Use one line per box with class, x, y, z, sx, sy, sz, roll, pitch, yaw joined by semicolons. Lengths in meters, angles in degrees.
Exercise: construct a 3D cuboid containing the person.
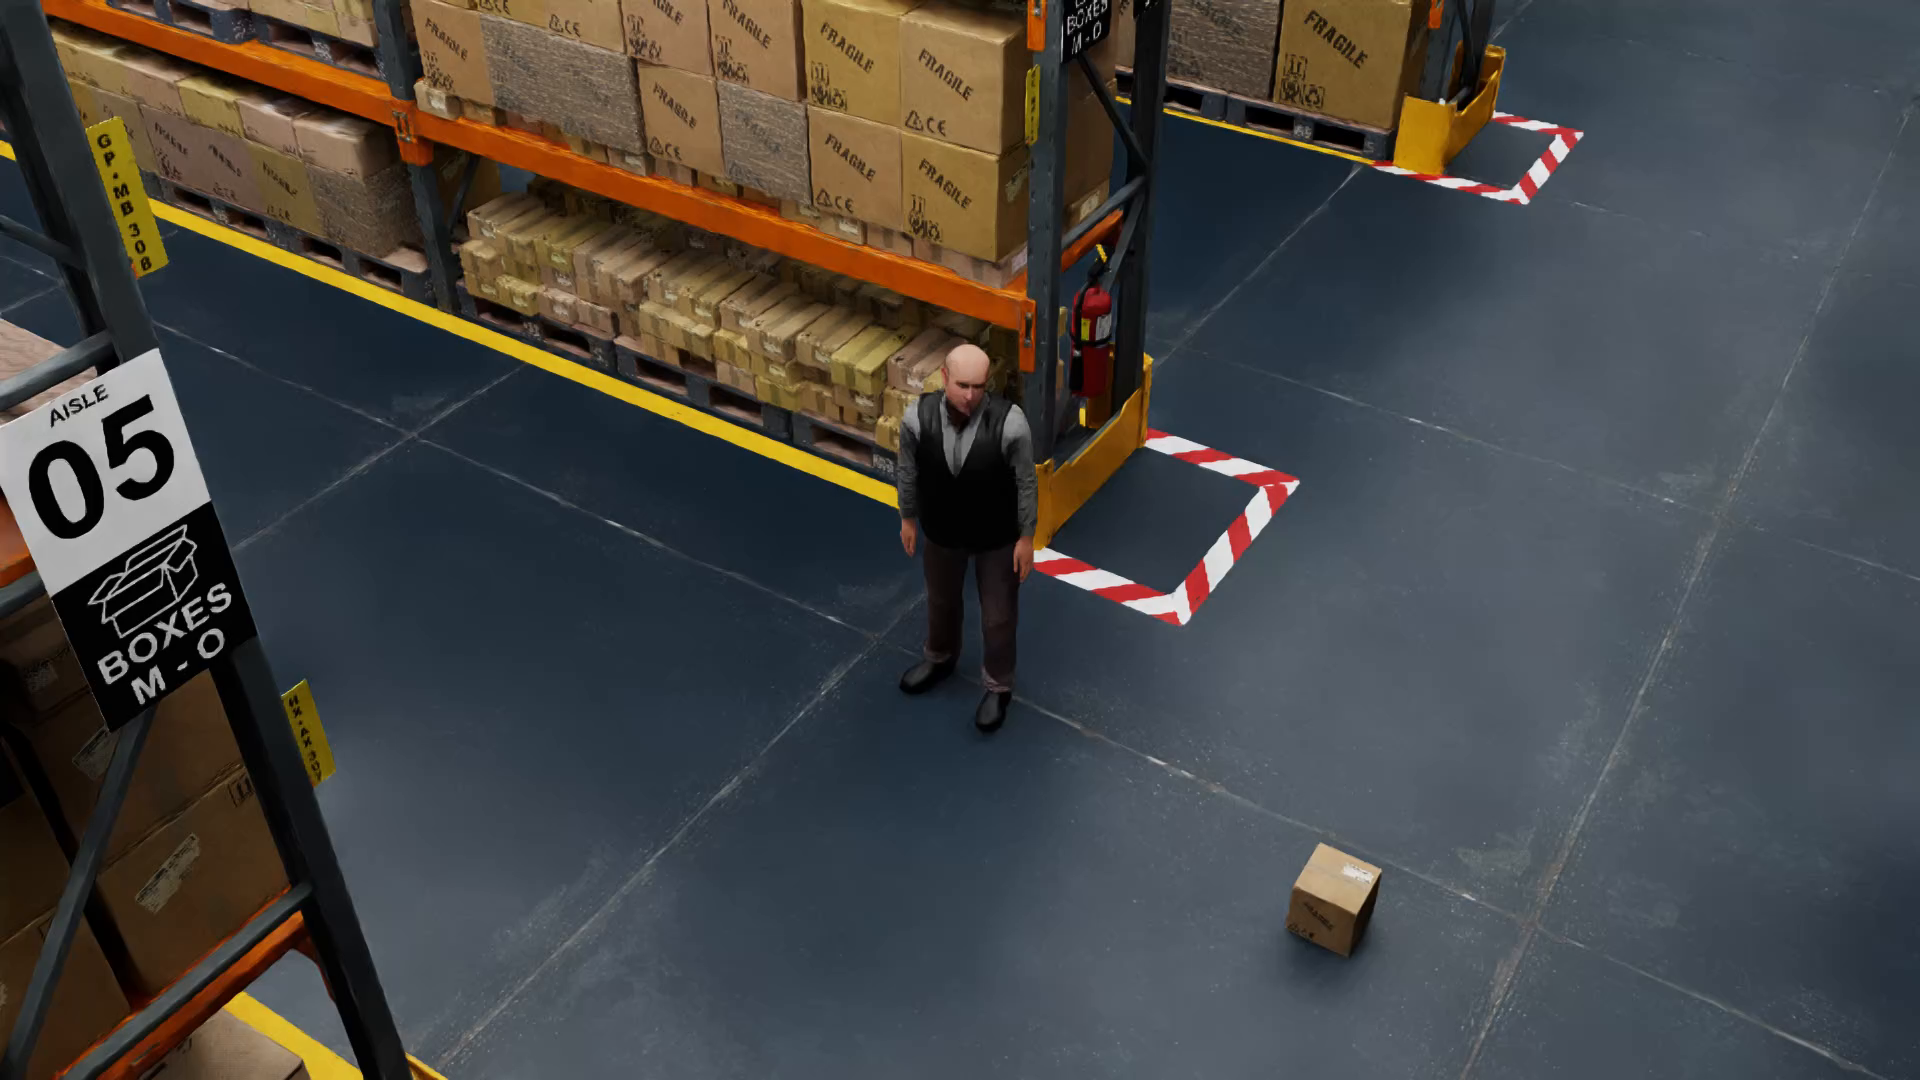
person;0.014;-0.004;6.661;0.588;1.730;0.470;10;39;13
